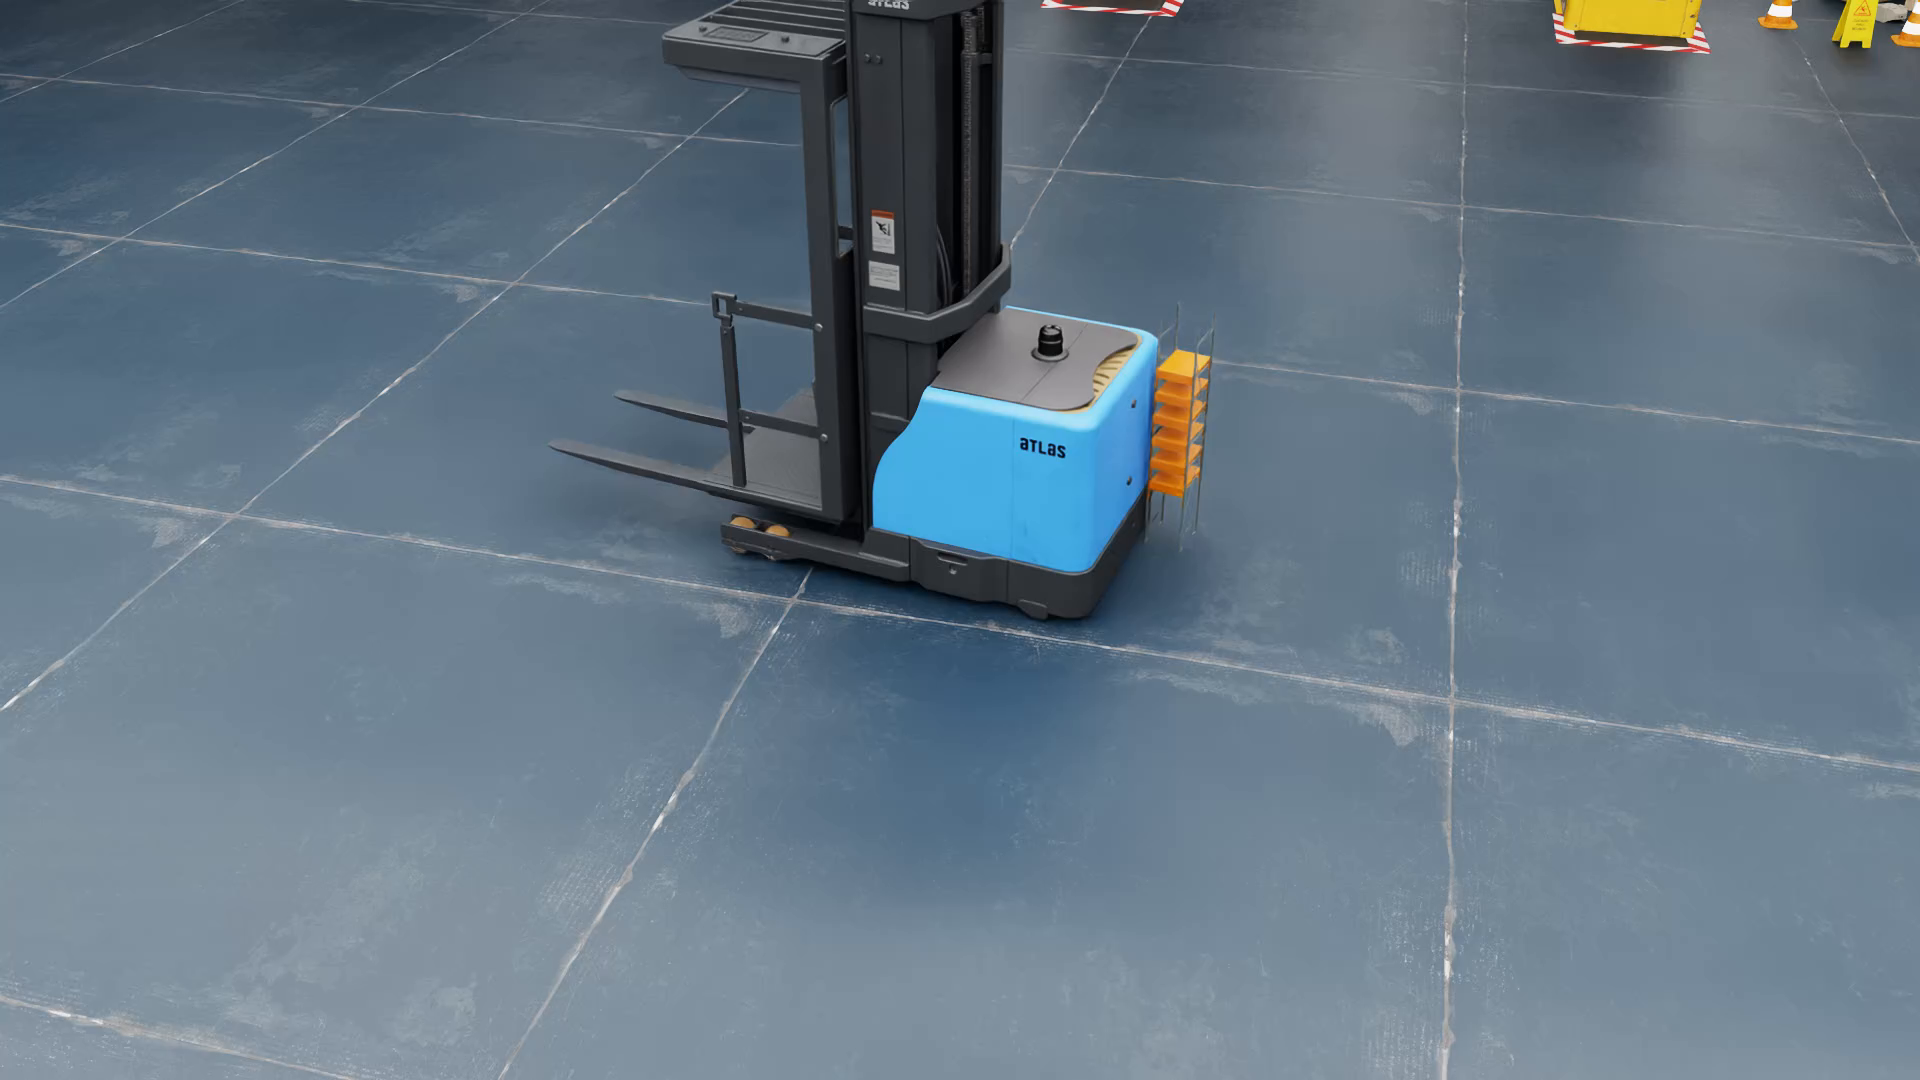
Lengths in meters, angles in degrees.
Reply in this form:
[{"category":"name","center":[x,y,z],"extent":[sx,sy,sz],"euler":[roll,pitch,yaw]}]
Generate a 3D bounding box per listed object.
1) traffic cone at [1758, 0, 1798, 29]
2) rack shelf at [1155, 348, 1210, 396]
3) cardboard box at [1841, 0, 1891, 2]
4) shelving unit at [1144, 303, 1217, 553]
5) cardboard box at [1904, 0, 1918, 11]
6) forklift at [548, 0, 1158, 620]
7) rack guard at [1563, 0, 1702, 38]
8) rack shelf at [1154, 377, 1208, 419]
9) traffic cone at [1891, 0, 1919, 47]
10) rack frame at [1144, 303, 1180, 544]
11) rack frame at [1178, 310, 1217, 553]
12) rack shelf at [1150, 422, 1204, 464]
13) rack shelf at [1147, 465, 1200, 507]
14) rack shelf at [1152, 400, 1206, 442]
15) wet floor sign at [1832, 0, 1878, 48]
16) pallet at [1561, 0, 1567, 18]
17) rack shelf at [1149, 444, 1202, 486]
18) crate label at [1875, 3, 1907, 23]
[{"category":"traffic cone","center":[7.922,-5.196,15.992],"extent":[0.336,0.463,0.334],"euler":[8,33,12]},{"category":"rack shelf","center":[1.047,-0.787,7.782],"extent":[0.180,0.103,0.258],"euler":[16,36,23]},{"category":"cardboard box","center":[9.224,-5.765,16.850],"extent":[0.797,0.503,0.637],"euler":[-14,35,-21]},{"category":"shelving unit","center":[1.047,-0.521,7.951],"extent":[0.189,1.200,0.258],"euler":[16,36,23]},{"category":"cardboard box","center":[9.606,-5.315,16.471],"extent":[0.380,0.149,0.250],"euler":[28,42,36]},{"category":"forklift","center":[-0.617,-1.383,7.694],"extent":[3.031,2.935,1.130],"euler":[13,35,20]},{"category":"rack guard","center":[6.407,-5.117,15.833],"extent":[1.175,0.500,0.348],"euler":[8,33,12]},{"category":"rack shelf","center":[1.047,-0.686,7.846],"extent":[0.180,0.103,0.258],"euler":[16,36,23]},{"category":"traffic cone","center":[8.928,-4.866,15.472],"extent":[0.336,0.463,0.334],"euler":[8,33,12]},{"category":"rack frame","center":[0.966,-0.544,7.987],"extent":[0.006,1.200,0.240],"euler":[16,36,23]},{"category":"rack frame","center":[1.128,-0.498,7.915],"extent":[0.006,1.200,0.240],"euler":[16,36,23]},{"category":"rack shelf","center":[1.047,-0.483,7.975],"extent":[0.180,0.103,0.258],"euler":[16,36,23]},{"category":"rack shelf","center":[1.047,-0.281,8.104],"extent":[0.180,0.103,0.258],"euler":[16,36,23]},{"category":"rack shelf","center":[1.047,-0.585,7.911],"extent":[0.180,0.103,0.258],"euler":[16,36,23]},{"category":"wet floor sign","center":[8.321,-4.906,15.366],"extent":[0.267,0.644,0.232],"euler":[3,33,4]},{"category":"pallet","center":[6.541,-5.433,16.600],"extent":[1.003,0.211,1.213],"euler":[8,33,12]},{"category":"rack shelf","center":[1.047,-0.382,8.039],"extent":[0.180,0.103,0.258],"euler":[16,36,23]},{"category":"crate label","center":[9.068,-5.145,16.215],"extent":[0.250,0.136,0.298],"euler":[-8,33,-13]}]
